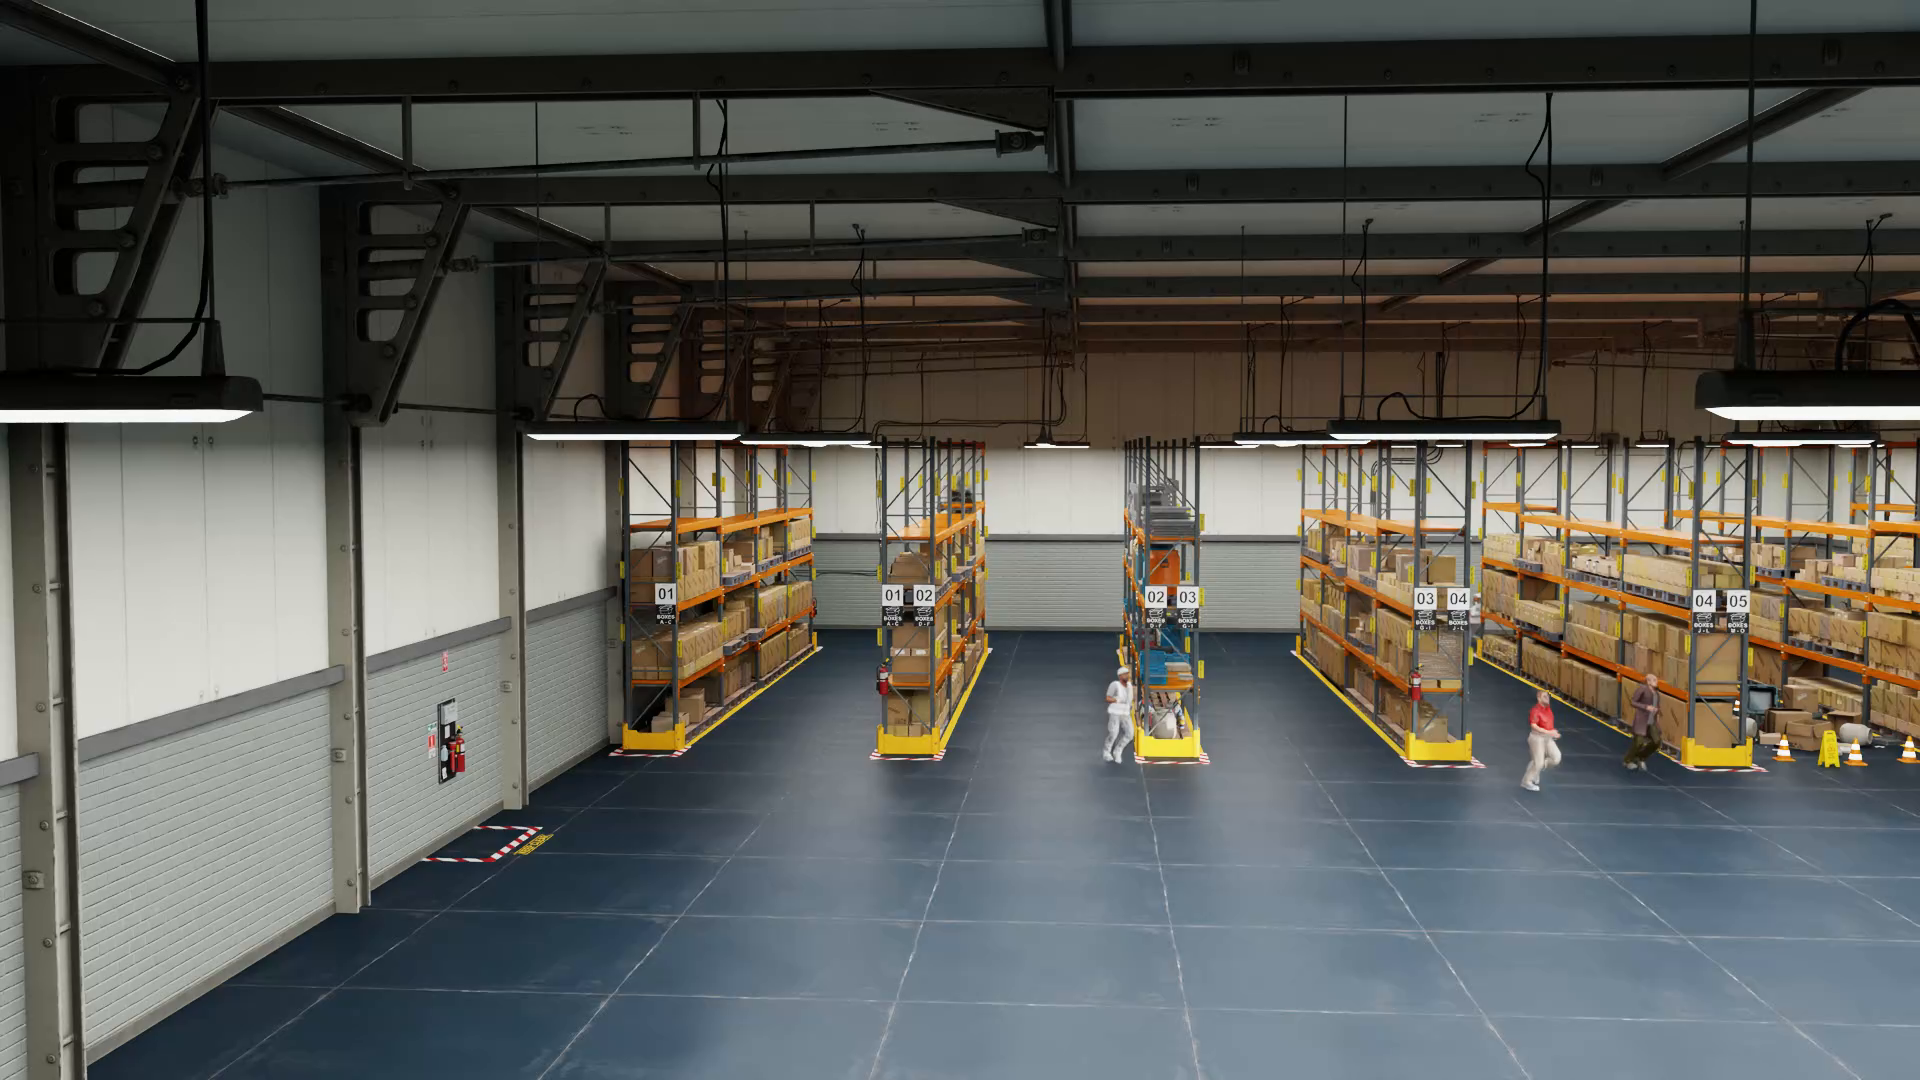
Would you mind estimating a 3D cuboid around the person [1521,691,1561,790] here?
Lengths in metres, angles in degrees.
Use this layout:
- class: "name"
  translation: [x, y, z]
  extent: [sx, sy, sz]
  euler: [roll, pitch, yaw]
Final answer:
- class: "person"
  translation: [9.855, 3.380, 28.052]
  extent: [0.687, 1.685, 0.696]
  euler: [-2, 4, -39]

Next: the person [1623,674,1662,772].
- class: "person"
  translation: [12.337, 3.273, 29.781]
  extent: [0.714, 1.750, 0.695]
  euler: [-1, 3, -16]

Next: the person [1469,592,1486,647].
- class: "person"
  translation: [14.600, 2.344, 47.250]
  extent: [0.704, 1.739, 0.716]
  euler: [0, 3, -4]

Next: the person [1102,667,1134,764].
- class: "person"
  translation: [2.984, 3.219, 30.502]
  extent: [0.683, 1.780, 0.678]
  euler: [-2, 3, -29]
